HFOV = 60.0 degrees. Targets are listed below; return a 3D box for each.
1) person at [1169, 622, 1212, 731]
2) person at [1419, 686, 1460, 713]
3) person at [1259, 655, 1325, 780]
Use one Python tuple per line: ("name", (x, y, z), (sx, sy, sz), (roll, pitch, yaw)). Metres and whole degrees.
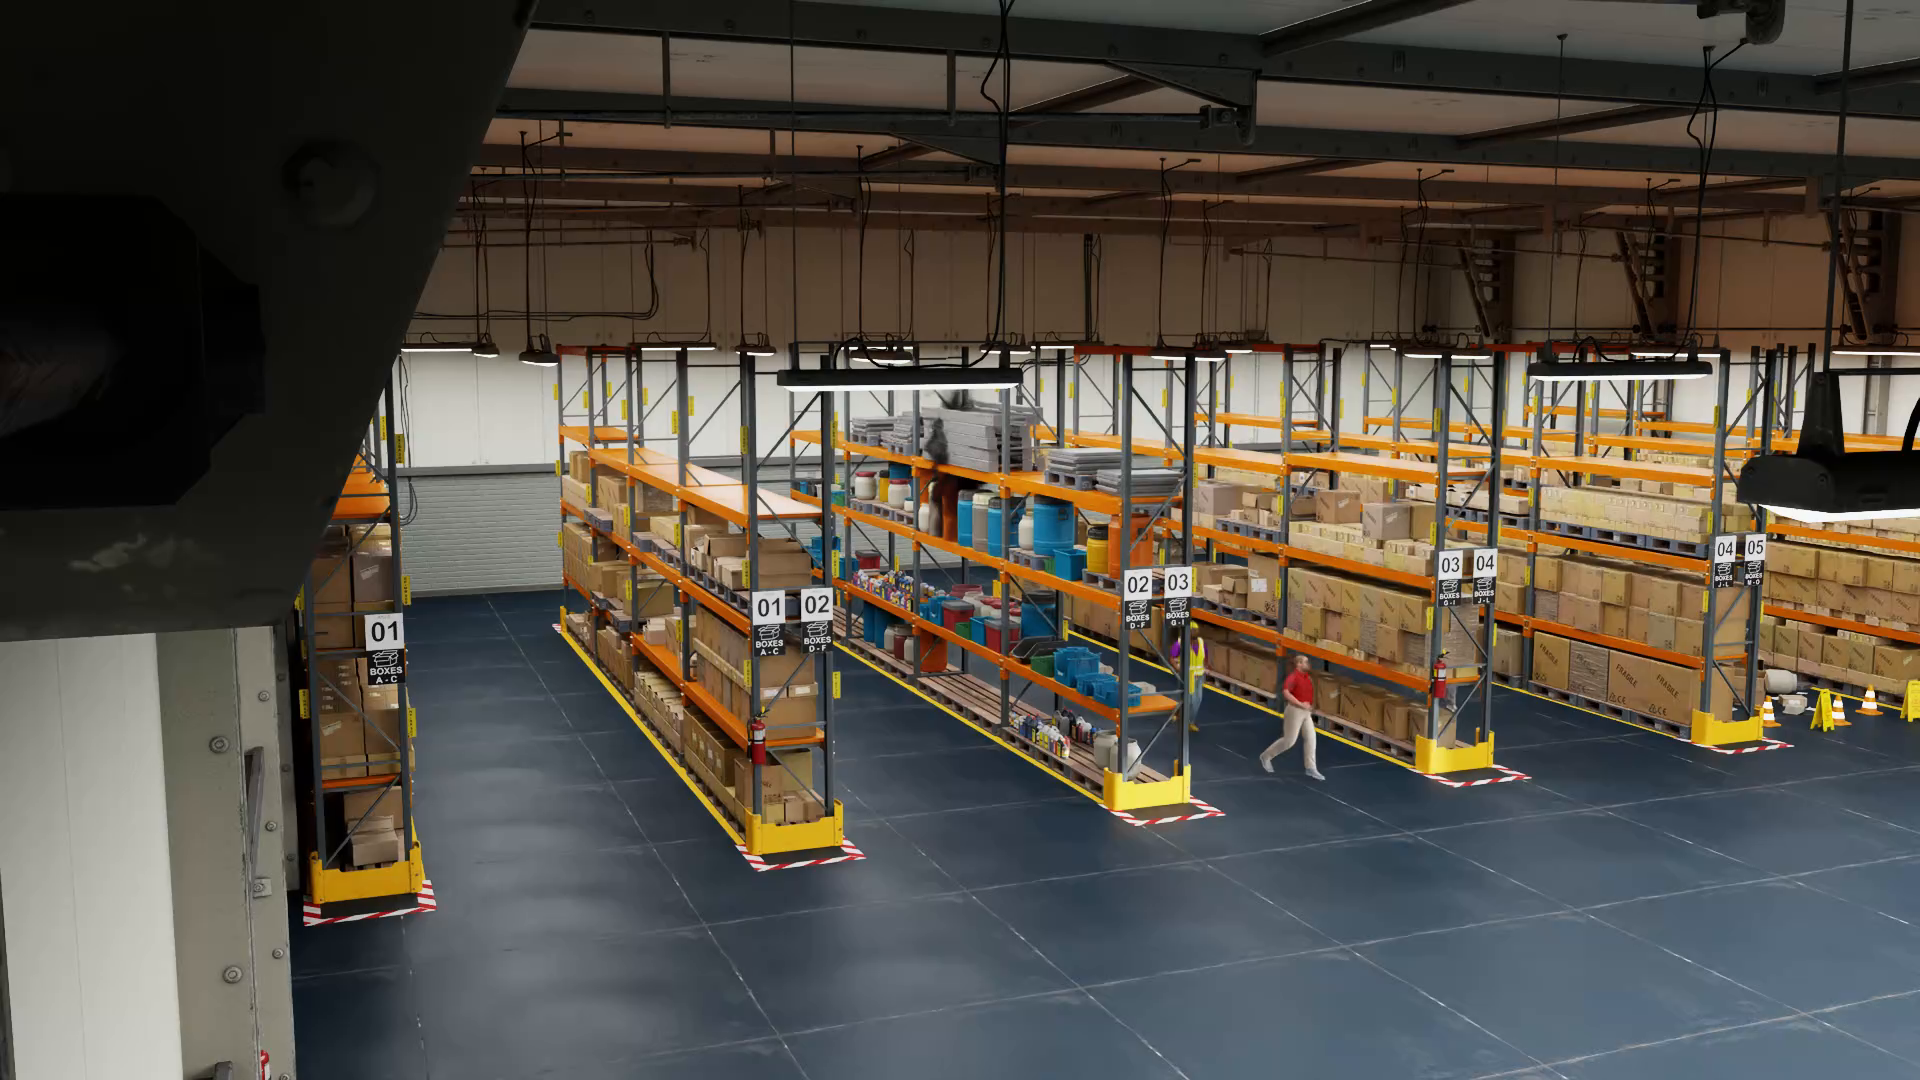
("person", (3.658, 2.141, 26.350), (0.690, 1.734, 0.631), (-4, 8, -27))
("person", (8.059, 2.072, 27.797), (0.864, 1.548, 0.549), (7, 10, 42))
("person", (4.827, 2.488, 23.625), (0.972, 1.702, 0.742), (6, 9, 39))
